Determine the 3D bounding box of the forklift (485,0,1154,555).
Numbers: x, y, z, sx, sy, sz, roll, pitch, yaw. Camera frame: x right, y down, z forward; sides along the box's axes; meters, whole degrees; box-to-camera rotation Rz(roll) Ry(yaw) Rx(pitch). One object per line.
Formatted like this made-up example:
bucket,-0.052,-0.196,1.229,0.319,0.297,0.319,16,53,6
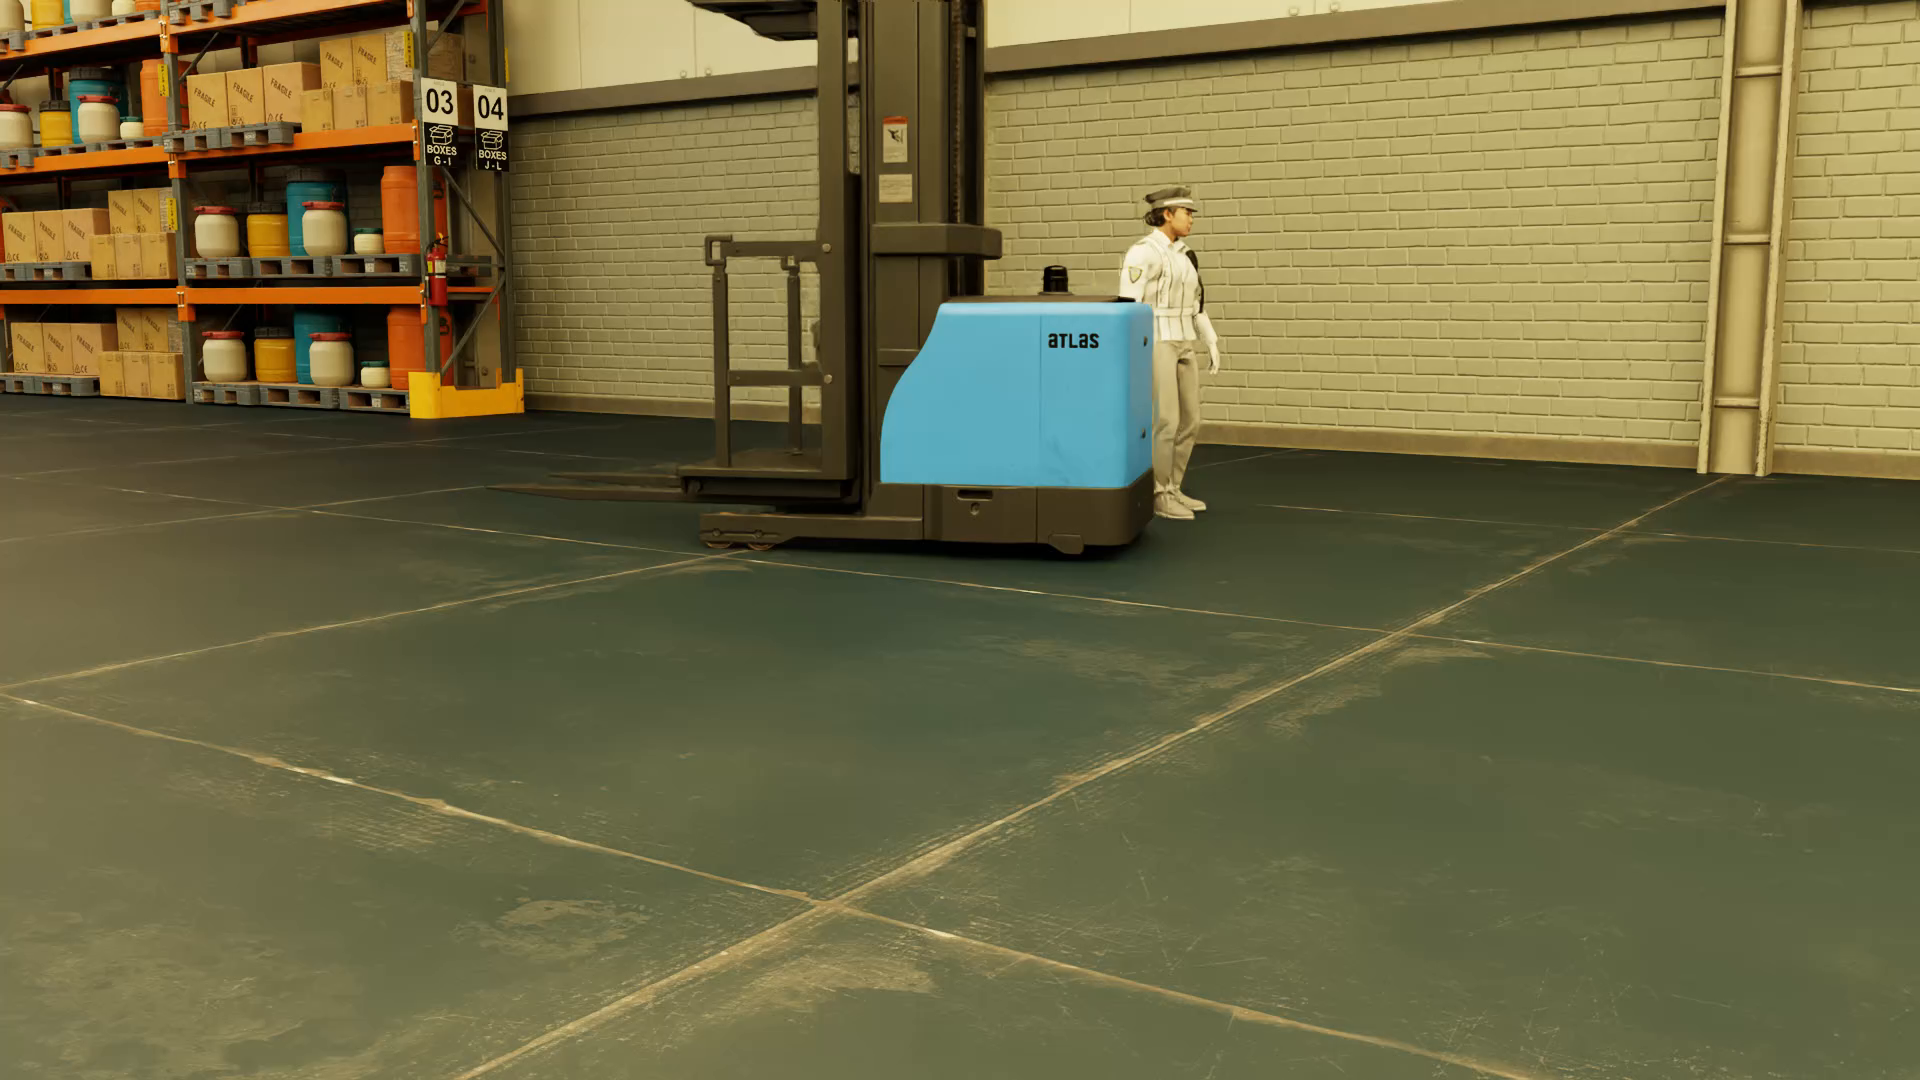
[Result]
forklift,-0.666,-1.473,7.549,3.031,2.935,1.130,2,8,13

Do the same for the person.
person,1.097,-0.956,8.447,0.456,1.666,0.648,7,11,41
